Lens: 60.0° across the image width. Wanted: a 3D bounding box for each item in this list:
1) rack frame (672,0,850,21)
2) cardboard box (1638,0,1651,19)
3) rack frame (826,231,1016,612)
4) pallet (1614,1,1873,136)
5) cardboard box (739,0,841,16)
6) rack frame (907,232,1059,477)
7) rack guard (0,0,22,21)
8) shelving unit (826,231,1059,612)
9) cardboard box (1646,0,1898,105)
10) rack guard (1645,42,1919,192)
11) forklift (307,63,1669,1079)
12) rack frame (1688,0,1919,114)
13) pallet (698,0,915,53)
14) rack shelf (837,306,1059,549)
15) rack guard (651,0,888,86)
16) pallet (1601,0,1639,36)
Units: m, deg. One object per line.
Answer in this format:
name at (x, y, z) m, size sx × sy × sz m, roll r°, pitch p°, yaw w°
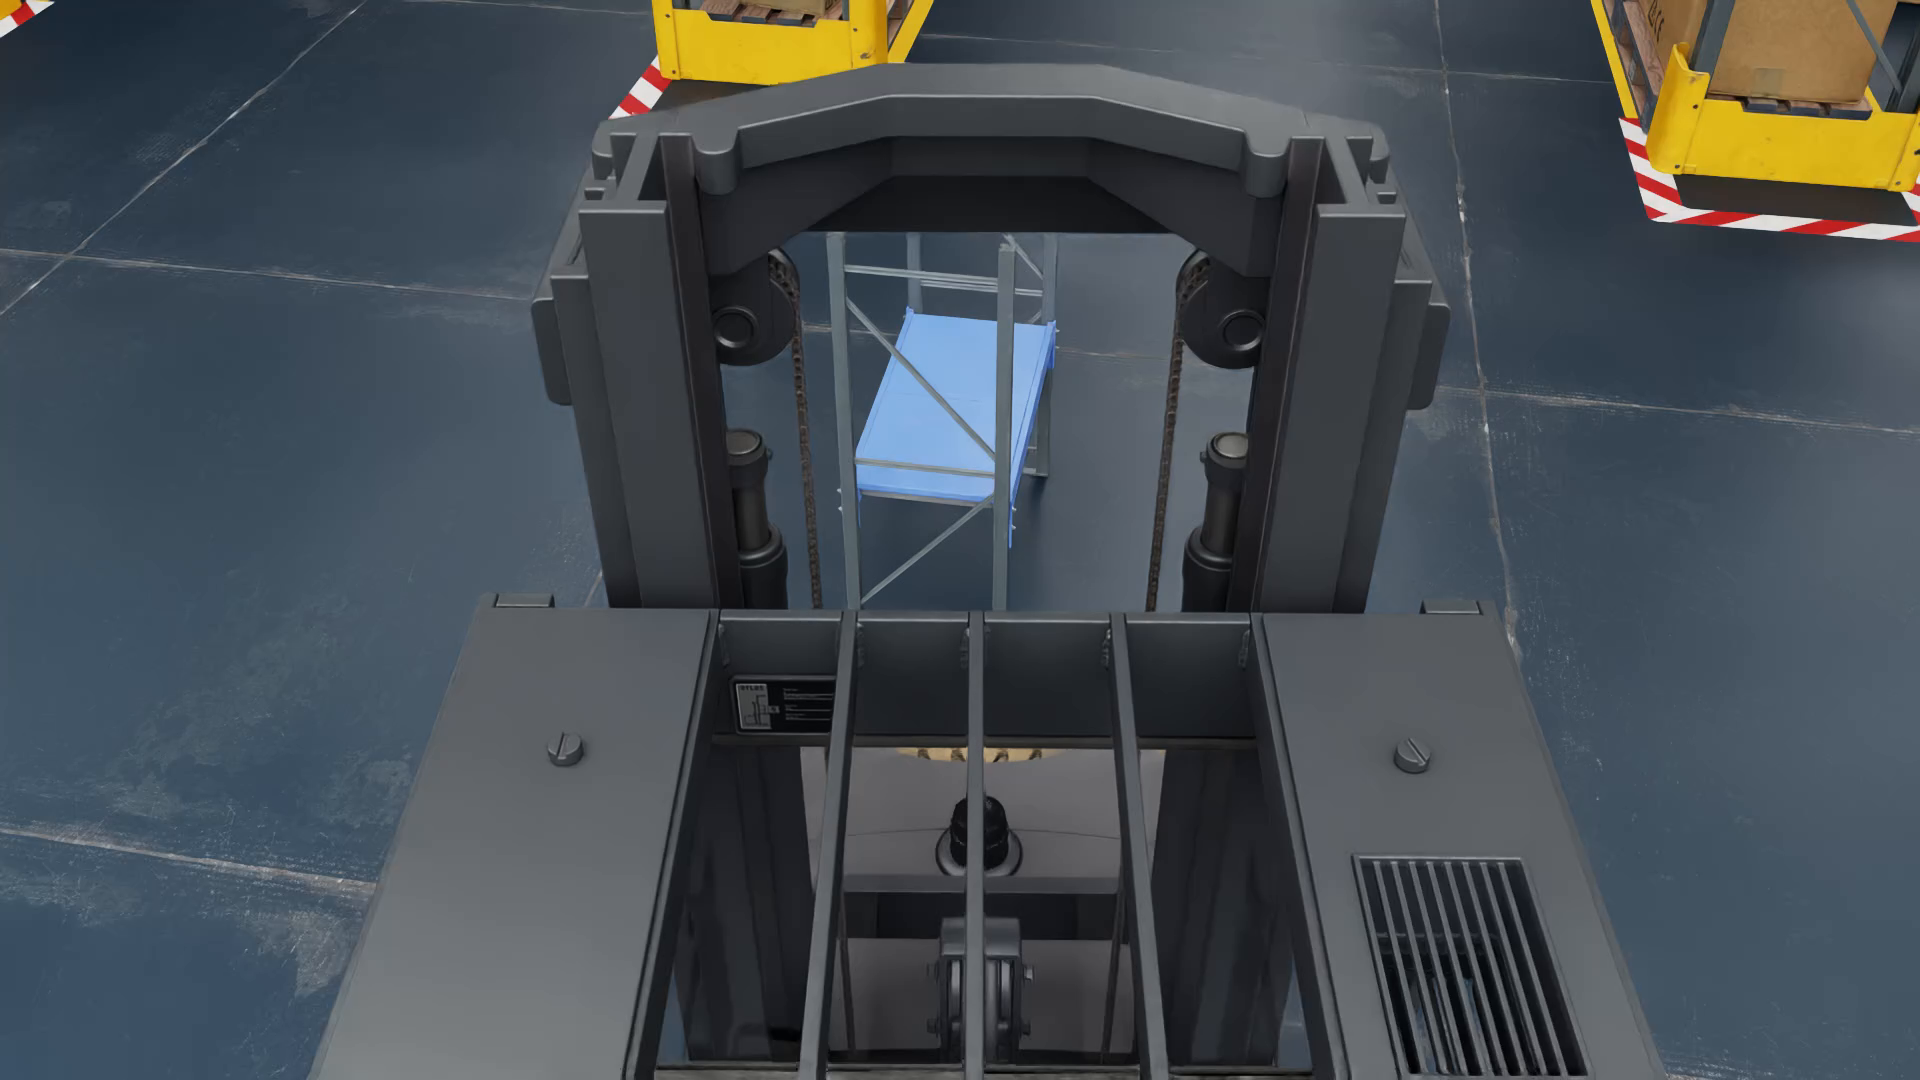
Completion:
rack frame at (-0.985, -3.559, 7.701) m, size 1.000 × 3.000 × 0.127 m, roll 6°, pitch 40°, yaw 8°
cardboard box at (4.085, -3.277, 8.697) m, size 0.875 × 0.875 × 0.875 m, roll 6°, pitch 40°, yaw 7°
rack frame at (-0.103, -0.205, 4.821) m, size 0.500 × 1.500 × 0.032 m, roll 6°, pitch 40°, yaw 8°
pallet at (3.944, -2.384, 8.468) m, size 1.003 × 0.211 × 1.213 m, roll 6°, pitch 40°, yaw 8°
cardboard box at (-0.861, -3.148, 8.835) m, size 0.500 × 0.500 × 0.500 m, roll 14°, pitch 41°, yaw 16°
rack frame at (0.073, -0.844, 5.593) m, size 0.500 × 1.500 × 0.032 m, roll 6°, pitch 40°, yaw 8°
rack guard at (-5.897, -3.195, 9.222) m, size 1.175 × 0.500 × 0.348 m, roll 6°, pitch 40°, yaw 8°
shelving unit at (-0.015, -0.524, 5.207) m, size 0.538 × 1.500 × 1.048 m, roll 6°, pitch 40°, yaw 8°
cardboard box at (3.934, -2.725, 8.029) m, size 0.875 × 0.875 × 0.875 m, roll 7°, pitch 40°, yaw 8°
rack guard at (3.878, -1.970, 7.741) m, size 1.175 × 0.500 × 0.348 m, roll 6°, pitch 40°, yaw 8°
forklift at (0.025, 1.046, 2.185) m, size 1.130 × 2.935 × 3.031 m, roll 0°, pitch 40°, yaw 0°
rack frame at (3.882, -2.949, 6.962) m, size 1.000 × 3.000 × 0.127 m, roll 6°, pitch 40°, yaw 8°
pallet at (-0.797, -3.038, 9.259) m, size 1.003 × 0.211 × 1.213 m, roll 6°, pitch 40°, yaw 8°
rack shelf at (-0.015, -0.386, 5.322) m, size 0.538 × 0.185 × 1.000 m, roll 6°, pitch 40°, yaw 8°
rack guard at (-0.972, -2.643, 8.555) m, size 1.175 × 0.500 × 0.348 m, roll 6°, pitch 40°, yaw 8°
pallet at (4.157, -3.148, 9.392) m, size 1.003 × 0.211 × 1.213 m, roll 6°, pitch 40°, yaw 8°
